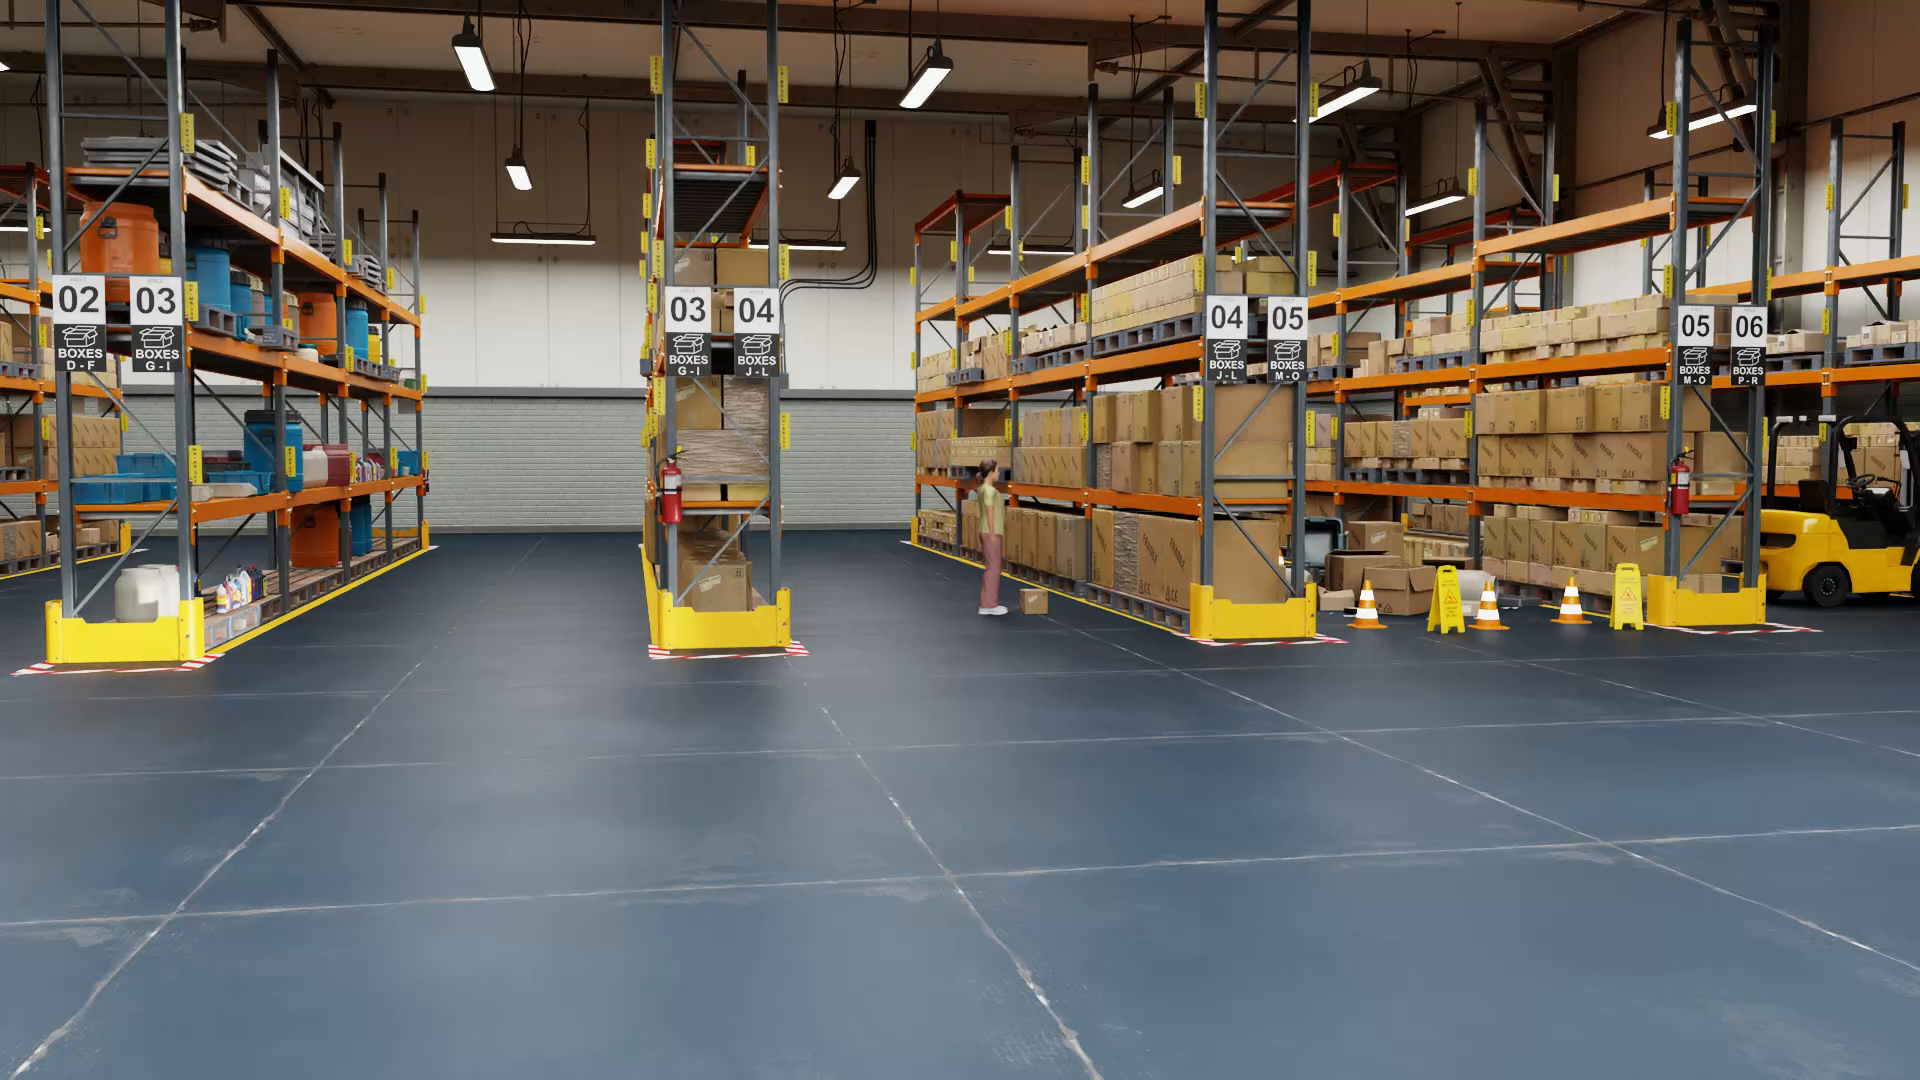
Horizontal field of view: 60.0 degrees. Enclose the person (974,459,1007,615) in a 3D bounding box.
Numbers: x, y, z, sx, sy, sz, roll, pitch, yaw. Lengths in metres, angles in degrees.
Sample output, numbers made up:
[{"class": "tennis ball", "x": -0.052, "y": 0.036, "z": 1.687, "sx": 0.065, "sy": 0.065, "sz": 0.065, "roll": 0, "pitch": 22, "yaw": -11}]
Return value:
[{"class": "person", "x": 0.327, "y": -0.036, "z": 17.902, "sx": 0.372, "sy": 1.668, "sz": 0.440, "roll": -1, "pitch": 3, "yaw": -10}]
